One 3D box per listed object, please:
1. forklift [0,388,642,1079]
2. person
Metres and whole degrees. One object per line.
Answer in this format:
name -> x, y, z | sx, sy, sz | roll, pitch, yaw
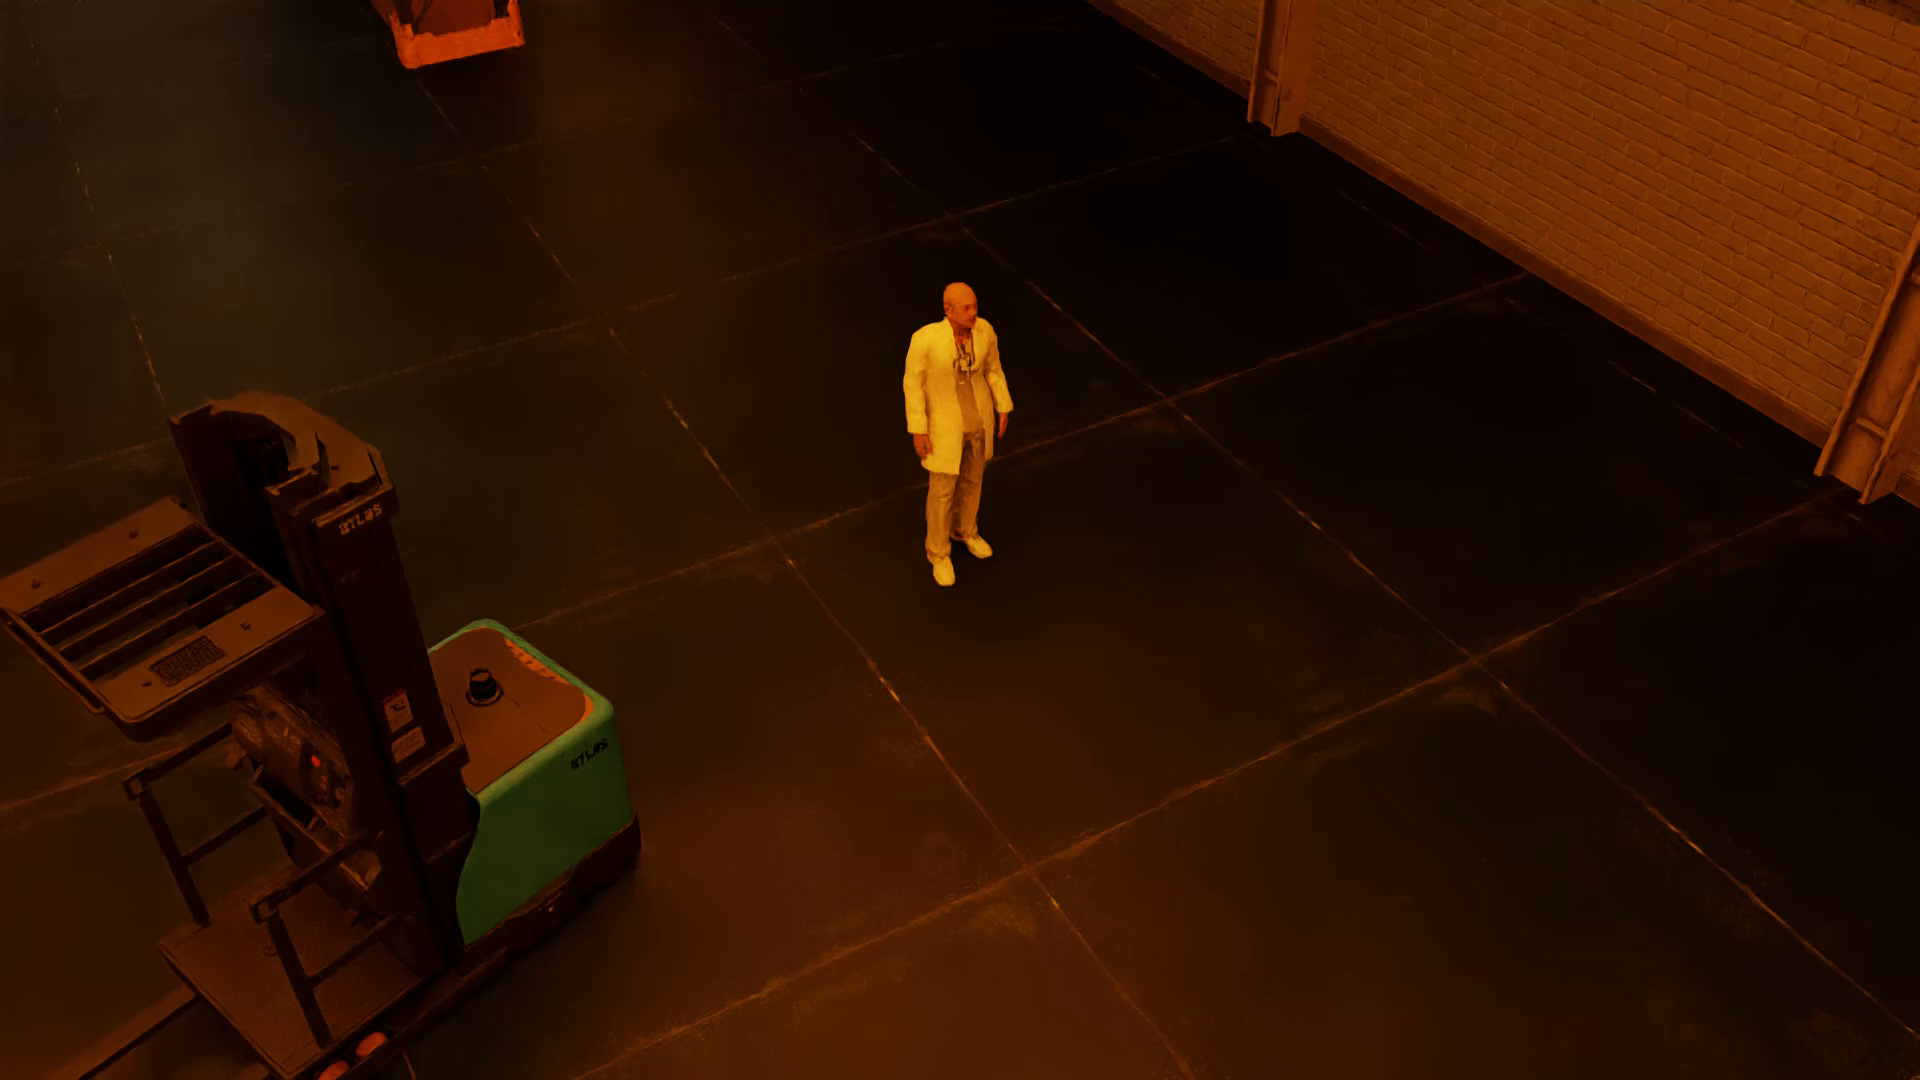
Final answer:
forklift -> -2.940, 0.976, 6.860 | 1.130, 2.935, 3.031 | 29, 48, 30
person -> 0.042, -0.638, 9.697 | 0.694, 1.776, 0.579 | -20, 44, -23
